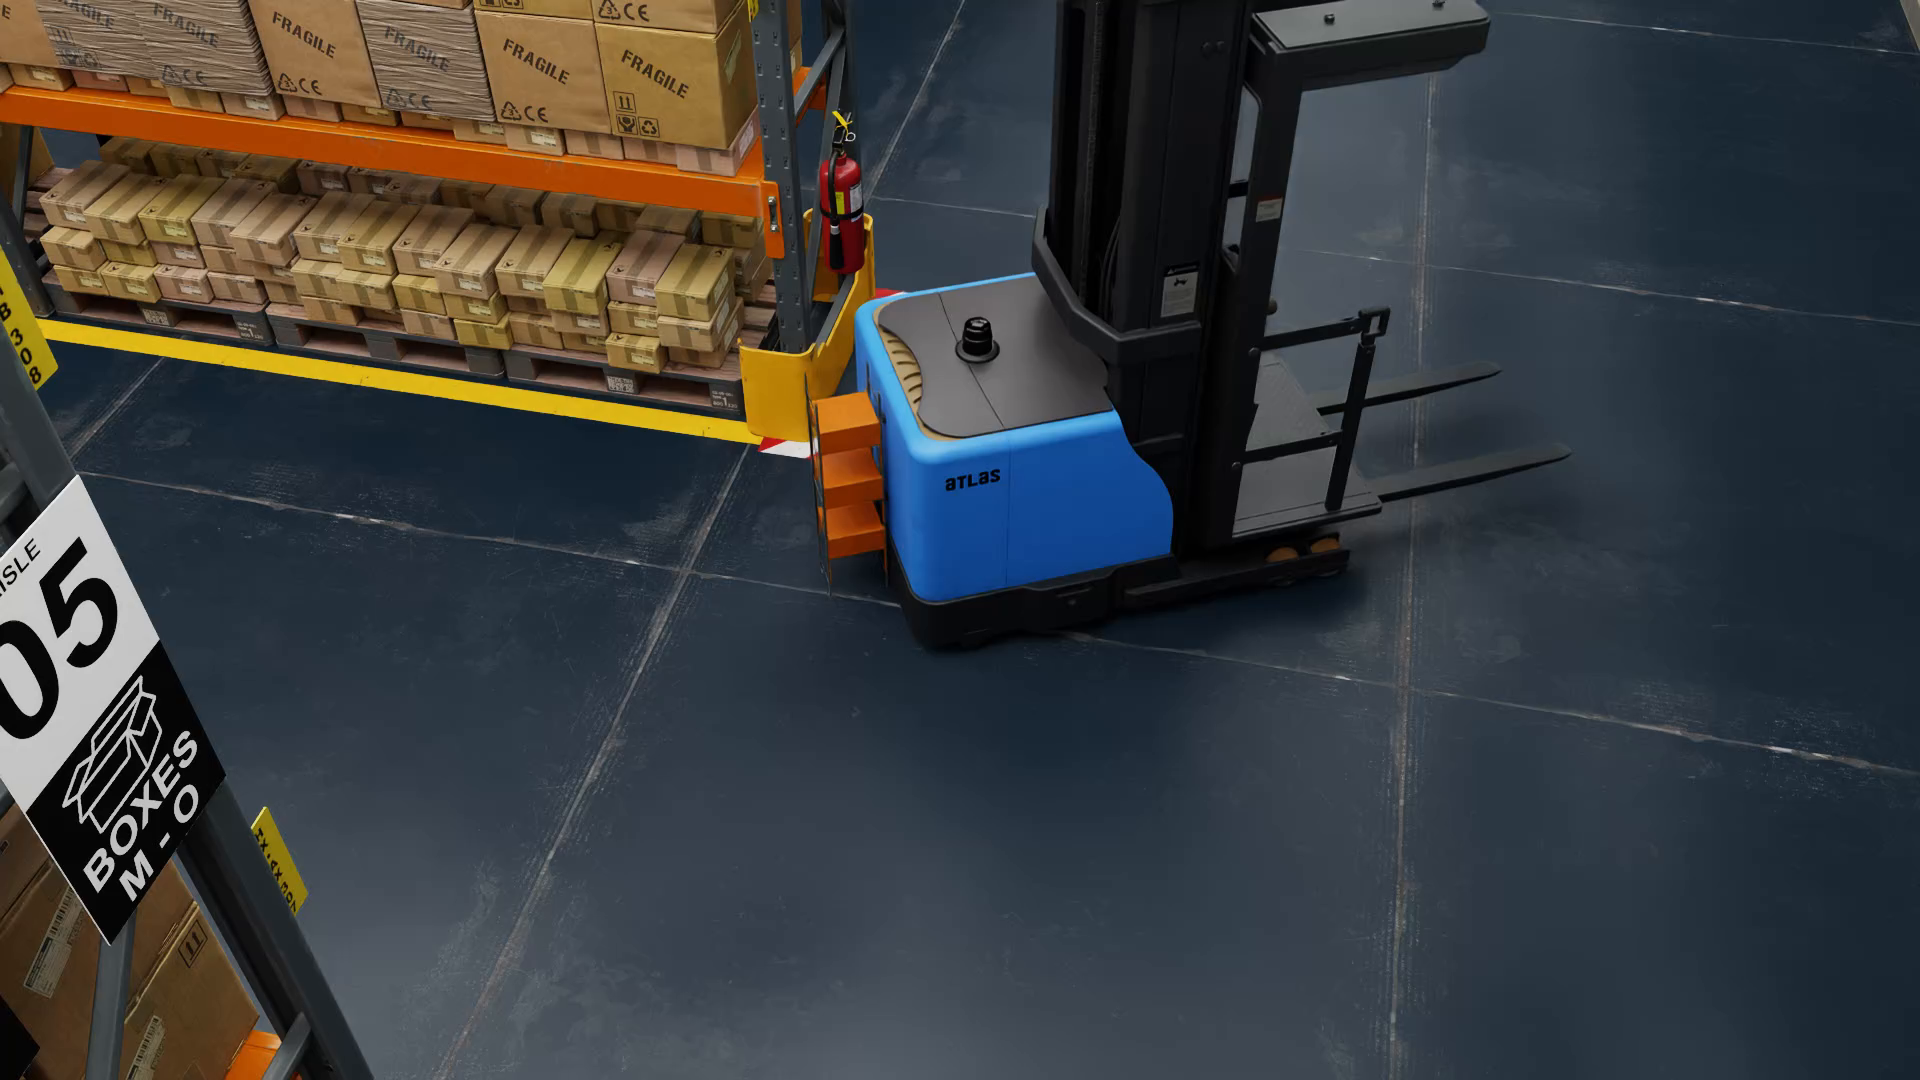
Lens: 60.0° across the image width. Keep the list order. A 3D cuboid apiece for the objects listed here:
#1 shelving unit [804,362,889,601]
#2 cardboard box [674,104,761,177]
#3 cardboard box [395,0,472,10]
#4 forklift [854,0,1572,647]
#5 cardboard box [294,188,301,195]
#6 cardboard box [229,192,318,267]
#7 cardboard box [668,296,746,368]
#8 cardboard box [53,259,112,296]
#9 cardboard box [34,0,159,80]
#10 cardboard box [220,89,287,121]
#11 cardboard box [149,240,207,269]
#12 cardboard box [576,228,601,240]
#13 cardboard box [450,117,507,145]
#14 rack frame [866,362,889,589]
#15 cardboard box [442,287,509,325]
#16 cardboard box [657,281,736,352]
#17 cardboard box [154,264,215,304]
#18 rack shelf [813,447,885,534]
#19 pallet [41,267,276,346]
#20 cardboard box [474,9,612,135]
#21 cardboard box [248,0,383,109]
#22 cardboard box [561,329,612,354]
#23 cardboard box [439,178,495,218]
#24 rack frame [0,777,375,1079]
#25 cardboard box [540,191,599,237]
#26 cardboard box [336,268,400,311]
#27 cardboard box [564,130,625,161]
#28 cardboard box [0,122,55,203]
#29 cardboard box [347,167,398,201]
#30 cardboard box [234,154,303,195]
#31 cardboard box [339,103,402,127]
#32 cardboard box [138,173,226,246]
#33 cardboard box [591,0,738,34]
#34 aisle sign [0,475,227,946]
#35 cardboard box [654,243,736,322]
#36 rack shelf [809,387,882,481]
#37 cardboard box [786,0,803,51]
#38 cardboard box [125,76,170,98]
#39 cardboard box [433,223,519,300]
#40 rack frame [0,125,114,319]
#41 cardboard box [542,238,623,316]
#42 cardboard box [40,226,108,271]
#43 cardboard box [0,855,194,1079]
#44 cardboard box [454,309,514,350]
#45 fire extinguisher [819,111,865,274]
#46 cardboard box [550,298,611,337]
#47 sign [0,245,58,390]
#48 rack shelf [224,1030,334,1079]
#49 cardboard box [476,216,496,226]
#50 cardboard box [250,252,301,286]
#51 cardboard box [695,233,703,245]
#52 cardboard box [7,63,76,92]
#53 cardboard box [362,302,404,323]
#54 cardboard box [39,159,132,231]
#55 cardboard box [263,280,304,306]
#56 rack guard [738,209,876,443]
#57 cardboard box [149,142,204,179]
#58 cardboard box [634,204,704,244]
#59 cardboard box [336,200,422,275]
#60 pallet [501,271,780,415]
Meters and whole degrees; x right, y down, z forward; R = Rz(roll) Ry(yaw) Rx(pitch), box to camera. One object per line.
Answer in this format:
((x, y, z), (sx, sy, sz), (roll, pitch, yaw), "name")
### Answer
((-0.448, -0.216, 6.678), (0.252, 1.050, 0.215), (-11, 45, -12), "shelving unit")
((-1.014, -1.700, 6.994), (0.250, 0.149, 0.380), (9, 45, 9), "cardboard box")
((-2.139, -2.486, 6.622), (0.500, 0.500, 0.500), (11, 45, 11), "cardboard box")
((1.137, -1.205, 6.348), (3.031, 2.935, 1.130), (-11, 45, -12), "forklift")
((-3.406, -1.771, 8.426), (0.250, 0.149, 0.380), (9, 45, 9), "cardboard box")
((-3.244, -1.479, 7.908), (0.250, 0.149, 0.380), (10, 45, 10), "cardboard box")
((-1.194, -0.995, 7.834), (0.250, 0.149, 0.380), (10, 45, 10), "cardboard box")
((-4.253, -1.390, 8.244), (0.250, 0.149, 0.380), (7, 44, 7), "cardboard box")
((-3.625, -2.366, 7.218), (0.500, 0.500, 0.500), (9, 45, 9), "cardboard box")
((-3.037, -2.017, 7.323), (0.250, 0.149, 0.380), (11, 45, 11), "cardboard box")
((-3.742, -1.508, 8.152), (0.250, 0.149, 0.380), (9, 45, 9), "cardboard box")
((-1.829, -1.586, 8.233), (0.250, 0.149, 0.380), (10, 45, 10), "cardboard box")
((-2.002, -1.873, 7.174), (0.250, 0.149, 0.380), (7, 44, 7), "cardboard box")
((-0.331, -0.240, 6.702), (0.008, 1.050, 0.200), (-11, 45, -12), "rack frame")
((-2.227, -1.198, 7.830), (0.250, 0.149, 0.380), (9, 45, 10), "cardboard box")
((-1.212, -1.050, 7.677), (0.250, 0.149, 0.380), (8, 44, 8), "cardboard box")
((-3.739, -1.347, 8.199), (0.250, 0.149, 0.380), (9, 45, 9), "cardboard box")
((-0.448, -0.209, 6.685), (0.240, 0.259, 0.215), (-11, 45, -12), "rack shelf")
((-3.875, -1.456, 8.570), (1.213, 0.211, 1.003), (9, 45, 9), "pallet")
((-1.631, -2.051, 6.891), (0.500, 0.500, 0.500), (8, 45, 8), "cardboard box")
((-2.612, -2.204, 7.050), (0.500, 0.500, 0.500), (11, 45, 11), "cardboard box")
((-1.706, -1.064, 7.905), (0.250, 0.149, 0.380), (9, 45, 9), "cardboard box")
((-2.360, -1.766, 8.206), (0.250, 0.149, 0.380), (9, 45, 10), "cardboard box")
((-1.617, 1.433, 3.558), (0.127, 3.000, 1.000), (9, 45, 9), "rack frame")
((-1.845, -1.647, 8.082), (0.250, 0.149, 0.380), (7, 44, 7), "cardboard box")
((-2.748, -1.272, 7.907), (0.250, 0.149, 0.380), (9, 45, 9), "cardboard box")
((-1.497, -1.791, 7.089), (0.250, 0.149, 0.380), (8, 45, 9), "cardboard box")
((-5.201, -2.080, 8.708), (0.500, 0.500, 0.500), (10, 45, 11), "cardboard box")
((-2.845, -1.851, 8.294), (0.250, 0.149, 0.380), (7, 44, 8), "cardboard box")
((-3.395, -1.862, 8.305), (0.250, 0.149, 0.380), (10, 45, 10), "cardboard box")
((-2.515, -1.984, 7.289), (0.250, 0.149, 0.380), (10, 45, 10), "cardboard box")
((-3.734, -1.597, 8.030), (0.250, 0.149, 0.380), (8, 45, 8), "cardboard box")
((-1.135, -2.337, 6.467), (0.500, 0.500, 0.500), (8, 44, 8), "cardboard box")
((-1.483, 0.311, 2.849), (0.004, 0.787, 0.394), (9, 45, 9), "aisle sign")
((-1.206, -1.179, 7.596), (0.250, 0.149, 0.380), (9, 45, 10), "cardboard box")
((-0.448, -0.413, 6.488), (0.240, 0.259, 0.215), (-11, 45, -12), "rack shelf")
((-1.012, -2.330, 7.182), (0.500, 0.500, 0.500), (11, 45, 11), "cardboard box")
((-3.529, -2.144, 7.456), (0.250, 0.149, 0.380), (7, 44, 7), "cardboard box")
((-2.233, -1.295, 7.716), (0.250, 0.149, 0.380), (10, 45, 11), "cardboard box")
((-4.538, -2.538, 7.684), (0.127, 3.000, 1.000), (9, 45, 9), "rack frame")
((-1.720, -1.210, 7.628), (0.250, 0.149, 0.380), (8, 44, 8), "cardboard box")
((-4.254, -1.498, 8.142), (0.250, 0.149, 0.380), (11, 45, 11), "cardboard box")
((-2.023, 0.771, 3.453), (0.500, 0.500, 0.500), (8, 44, 8), "cardboard box")
((-2.212, -1.088, 7.931), (0.250, 0.149, 0.380), (7, 44, 7), "cardboard box")
((-0.489, -1.420, 6.847), (0.183, 0.674, 0.296), (9, 45, 9), "fire extinguisher")
((-1.719, -1.128, 7.757), (0.250, 0.149, 0.380), (7, 44, 7), "cardboard box")
((-1.490, -0.366, 2.577), (0.005, 0.325, 0.100), (9, 45, 9), "sign")
((-3.568, 1.389, 4.122), (4.000, 0.370, 1.077), (9, 45, 9), "rack shelf")
((-2.383, -1.575, 8.222), (0.250, 0.149, 0.380), (11, 45, 11), "cardboard box")
((-3.216, -1.407, 8.048), (0.250, 0.149, 0.380), (11, 45, 11), "cardboard box")
((-1.345, -1.496, 8.140), (0.250, 0.149, 0.380), (9, 45, 9), "cardboard box")
((-4.065, -2.194, 7.508), (0.250, 0.149, 0.380), (10, 45, 10), "cardboard box")
((-2.705, -1.233, 8.080), (0.250, 0.149, 0.380), (10, 45, 10), "cardboard box")
((-4.247, -1.684, 8.121), (0.250, 0.149, 0.380), (11, 45, 11), "cardboard box")
((-3.210, -1.325, 8.177), (0.250, 0.149, 0.380), (7, 44, 7), "cardboard box")
((-0.709, -1.043, 7.933), (0.348, 0.500, 1.175), (9, 45, 9), "rack guard")
((-3.876, -1.987, 8.435), (0.250, 0.149, 0.380), (9, 45, 10), "cardboard box")
((-1.367, -1.540, 7.971), (0.250, 0.149, 0.380), (10, 45, 10), "cardboard box")
((-2.728, -1.430, 7.857), (0.250, 0.149, 0.380), (9, 45, 9), "cardboard box")
((-1.494, -1.086, 8.186), (1.213, 0.211, 1.003), (9, 45, 9), "pallet")
